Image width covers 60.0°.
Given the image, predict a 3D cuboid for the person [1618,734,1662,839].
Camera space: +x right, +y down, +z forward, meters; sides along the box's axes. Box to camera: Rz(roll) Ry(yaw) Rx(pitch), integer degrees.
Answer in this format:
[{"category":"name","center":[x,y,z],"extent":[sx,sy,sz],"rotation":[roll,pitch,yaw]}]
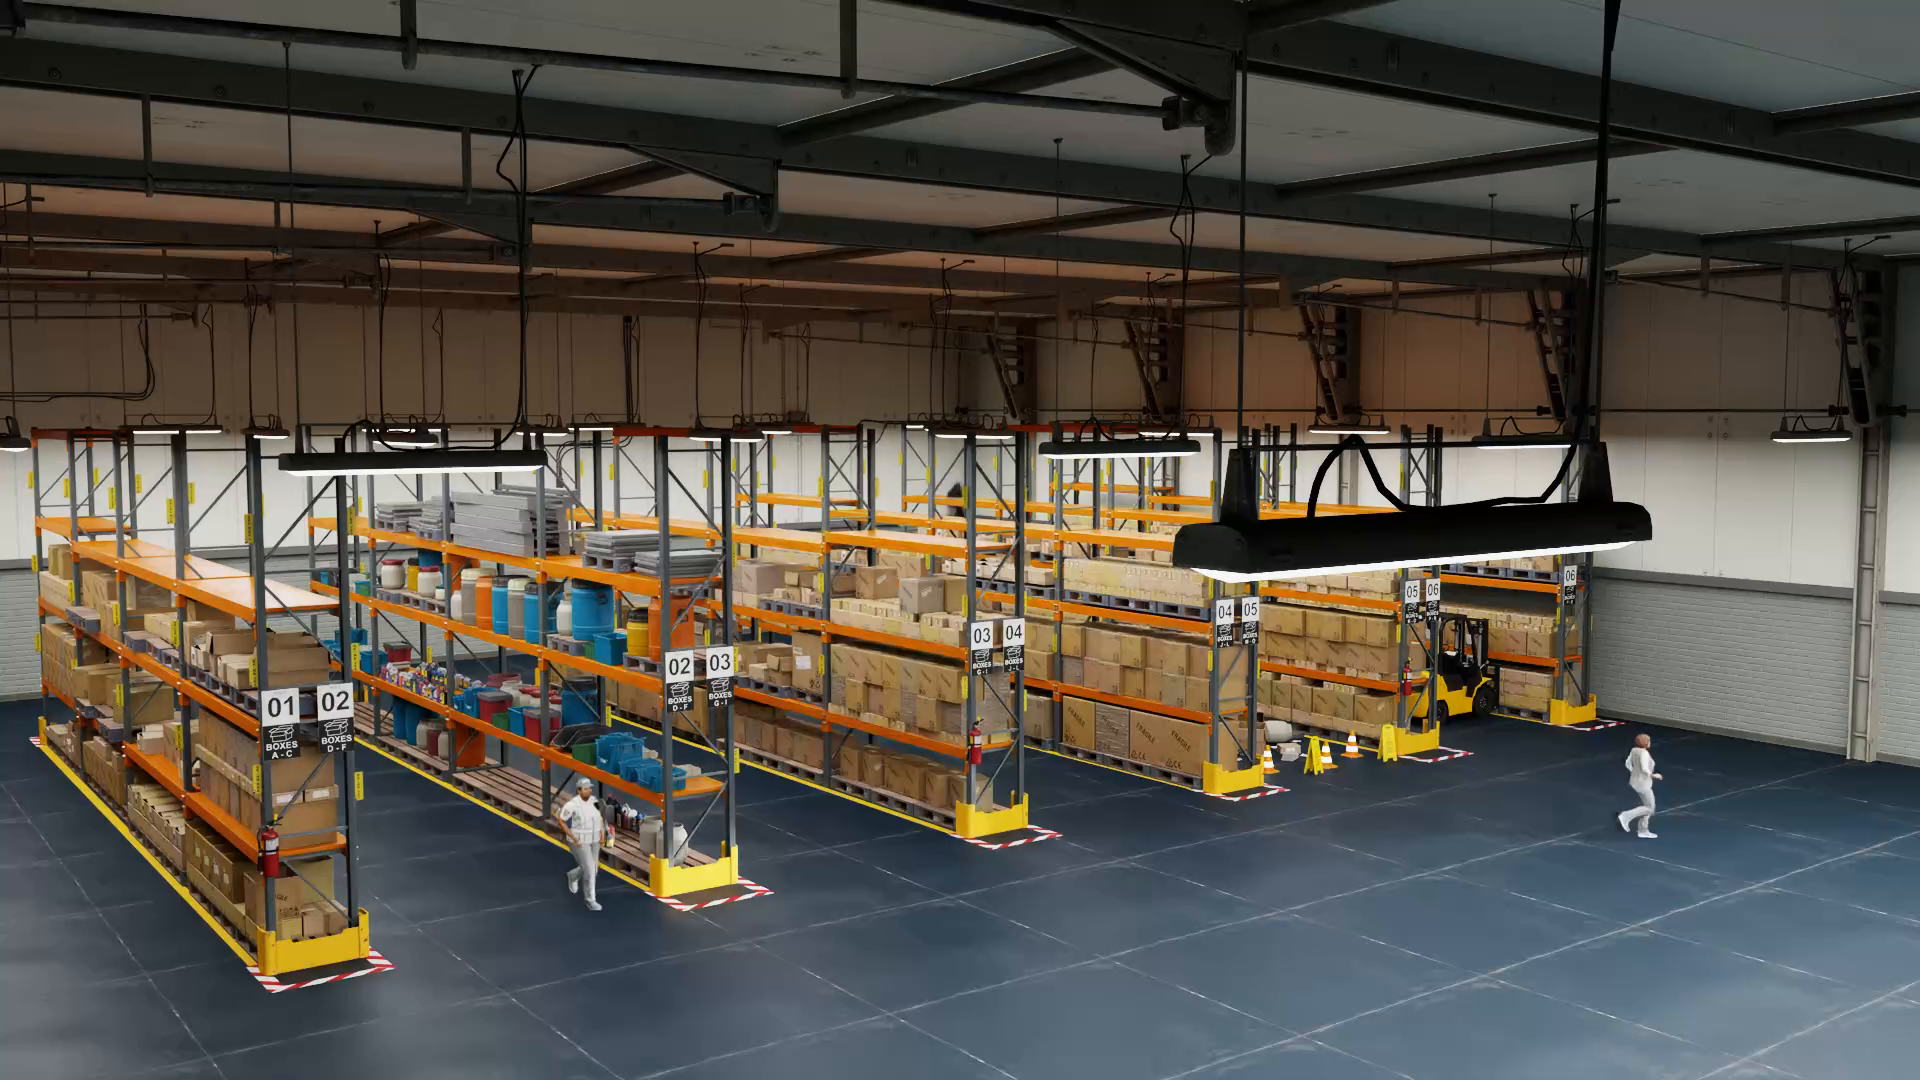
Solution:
[{"category":"person","center":[10.011,3.627,24.532],"extent":[0.625,1.559,0.542],"rotation":[0,4,-2]}]

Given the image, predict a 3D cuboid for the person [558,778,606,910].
[{"category":"person","center":[-4.838,3.856,21.256],"extent":[0.760,1.656,0.615],"rotation":[3,6,37]}]
